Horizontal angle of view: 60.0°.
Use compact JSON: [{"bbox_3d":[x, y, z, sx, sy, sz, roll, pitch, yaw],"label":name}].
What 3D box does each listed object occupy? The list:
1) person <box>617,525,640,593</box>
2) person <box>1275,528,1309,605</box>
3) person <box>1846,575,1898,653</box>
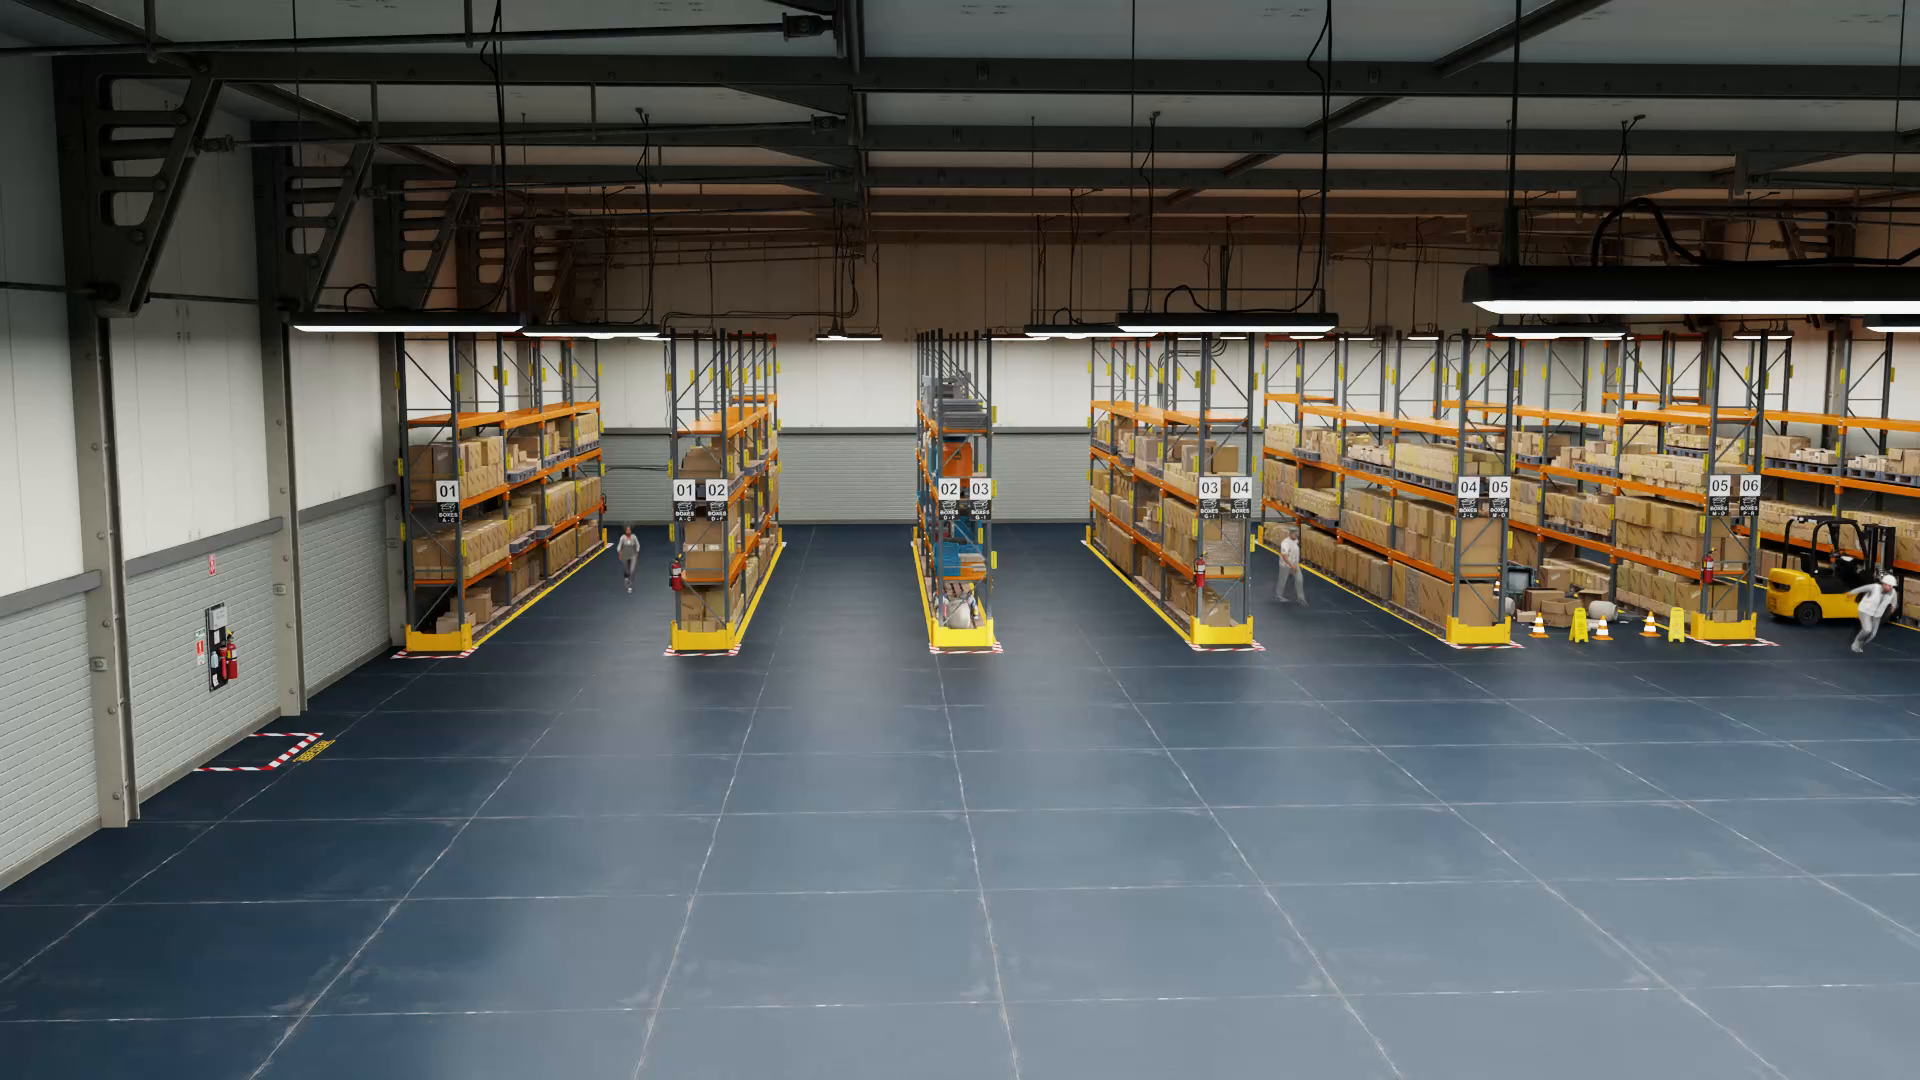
[{"bbox_3d":[-7.679,0.422,38.576,0.517,1.560,0.659,-1,7,-10],"label":"person"},{"bbox_3d":[7.268,0.592,36.690,0.617,1.776,0.832,-4,8,-28],"label":"person"},{"bbox_3d":[16.790,1.360,30.511,0.628,1.534,1.007,0,7,0],"label":"person"}]
